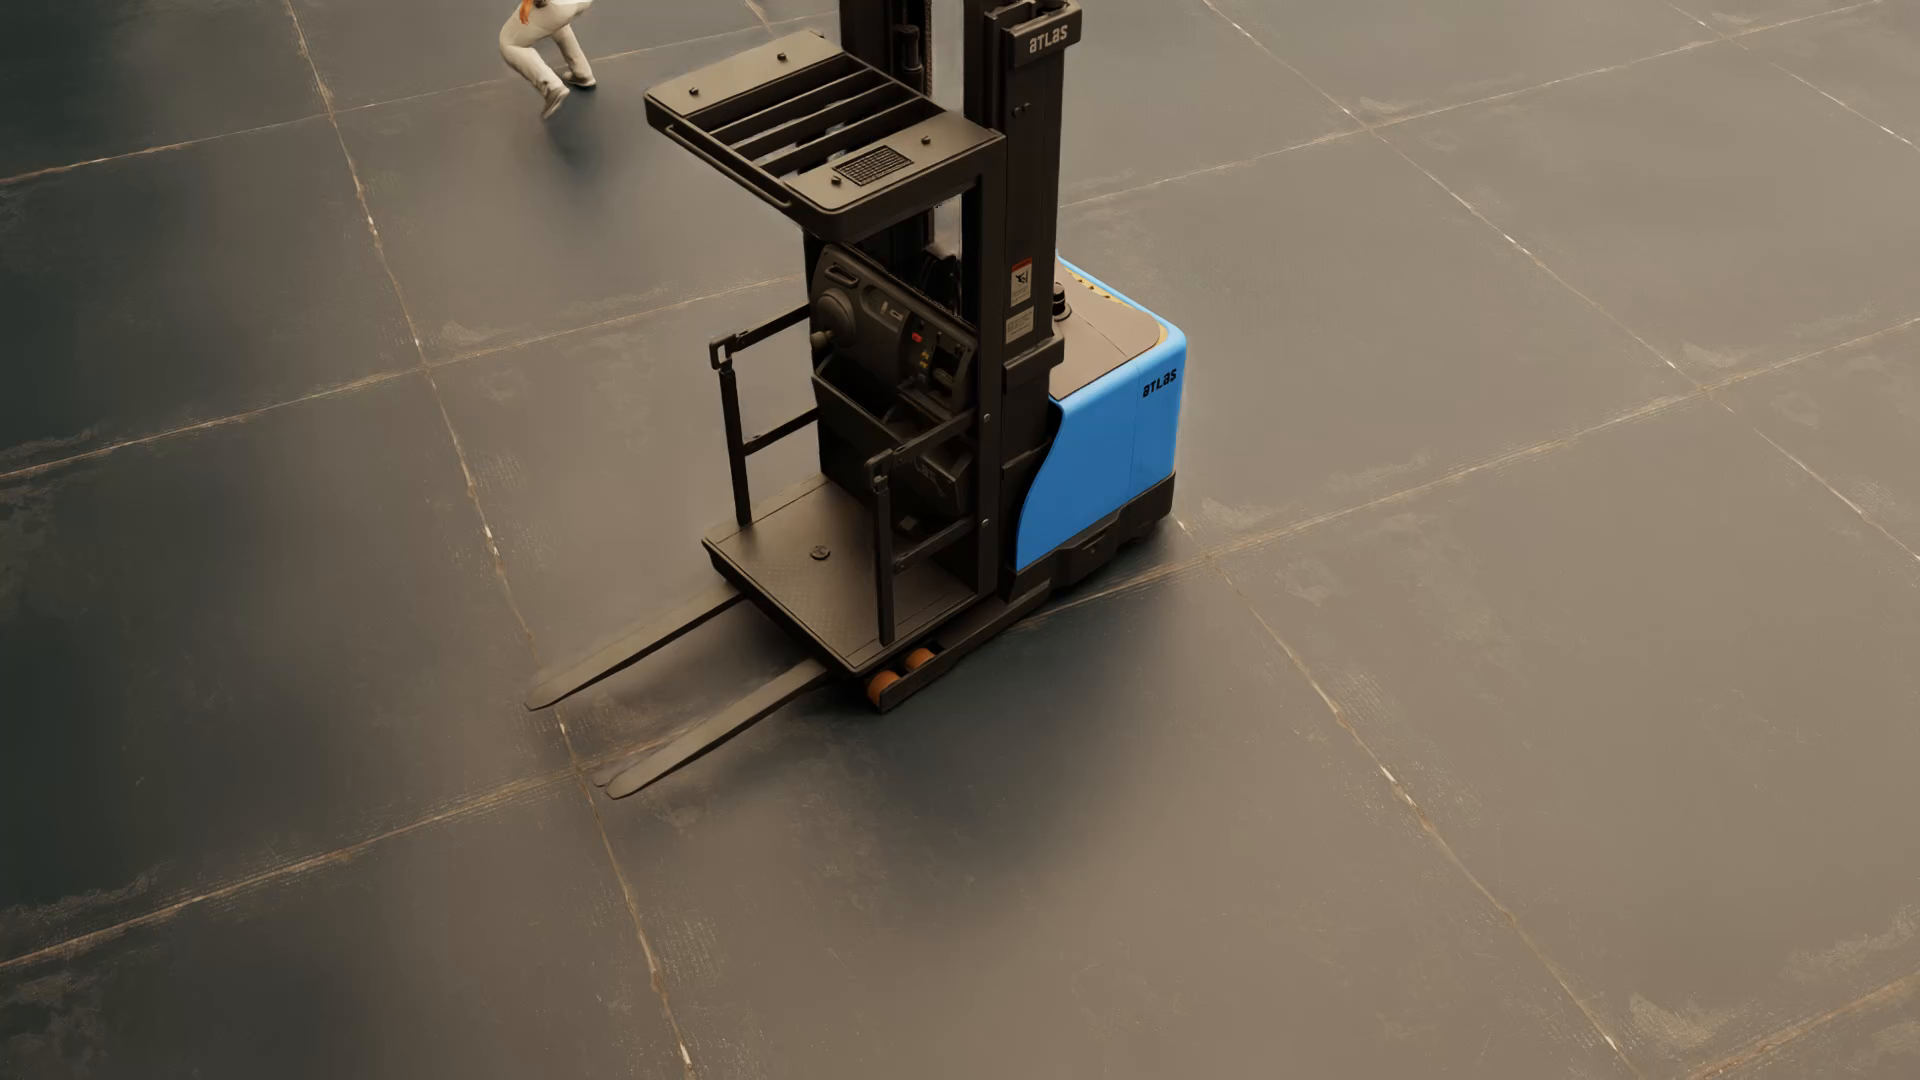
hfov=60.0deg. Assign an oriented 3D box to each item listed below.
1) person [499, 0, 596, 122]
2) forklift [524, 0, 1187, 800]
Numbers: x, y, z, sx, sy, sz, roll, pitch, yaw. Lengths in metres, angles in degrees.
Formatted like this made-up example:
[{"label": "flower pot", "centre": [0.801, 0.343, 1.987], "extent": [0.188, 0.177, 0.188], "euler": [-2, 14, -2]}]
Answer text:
[{"label": "person", "centre": [-2.564, -3.457, 10.431], "extent": [0.518, 1.541, 0.959], "euler": [12, 44, 13]}, {"label": "forklift", "centre": [-0.432, -0.761, 6.495], "extent": [3.031, 2.935, 1.130], "euler": [-31, 51, -29]}]
